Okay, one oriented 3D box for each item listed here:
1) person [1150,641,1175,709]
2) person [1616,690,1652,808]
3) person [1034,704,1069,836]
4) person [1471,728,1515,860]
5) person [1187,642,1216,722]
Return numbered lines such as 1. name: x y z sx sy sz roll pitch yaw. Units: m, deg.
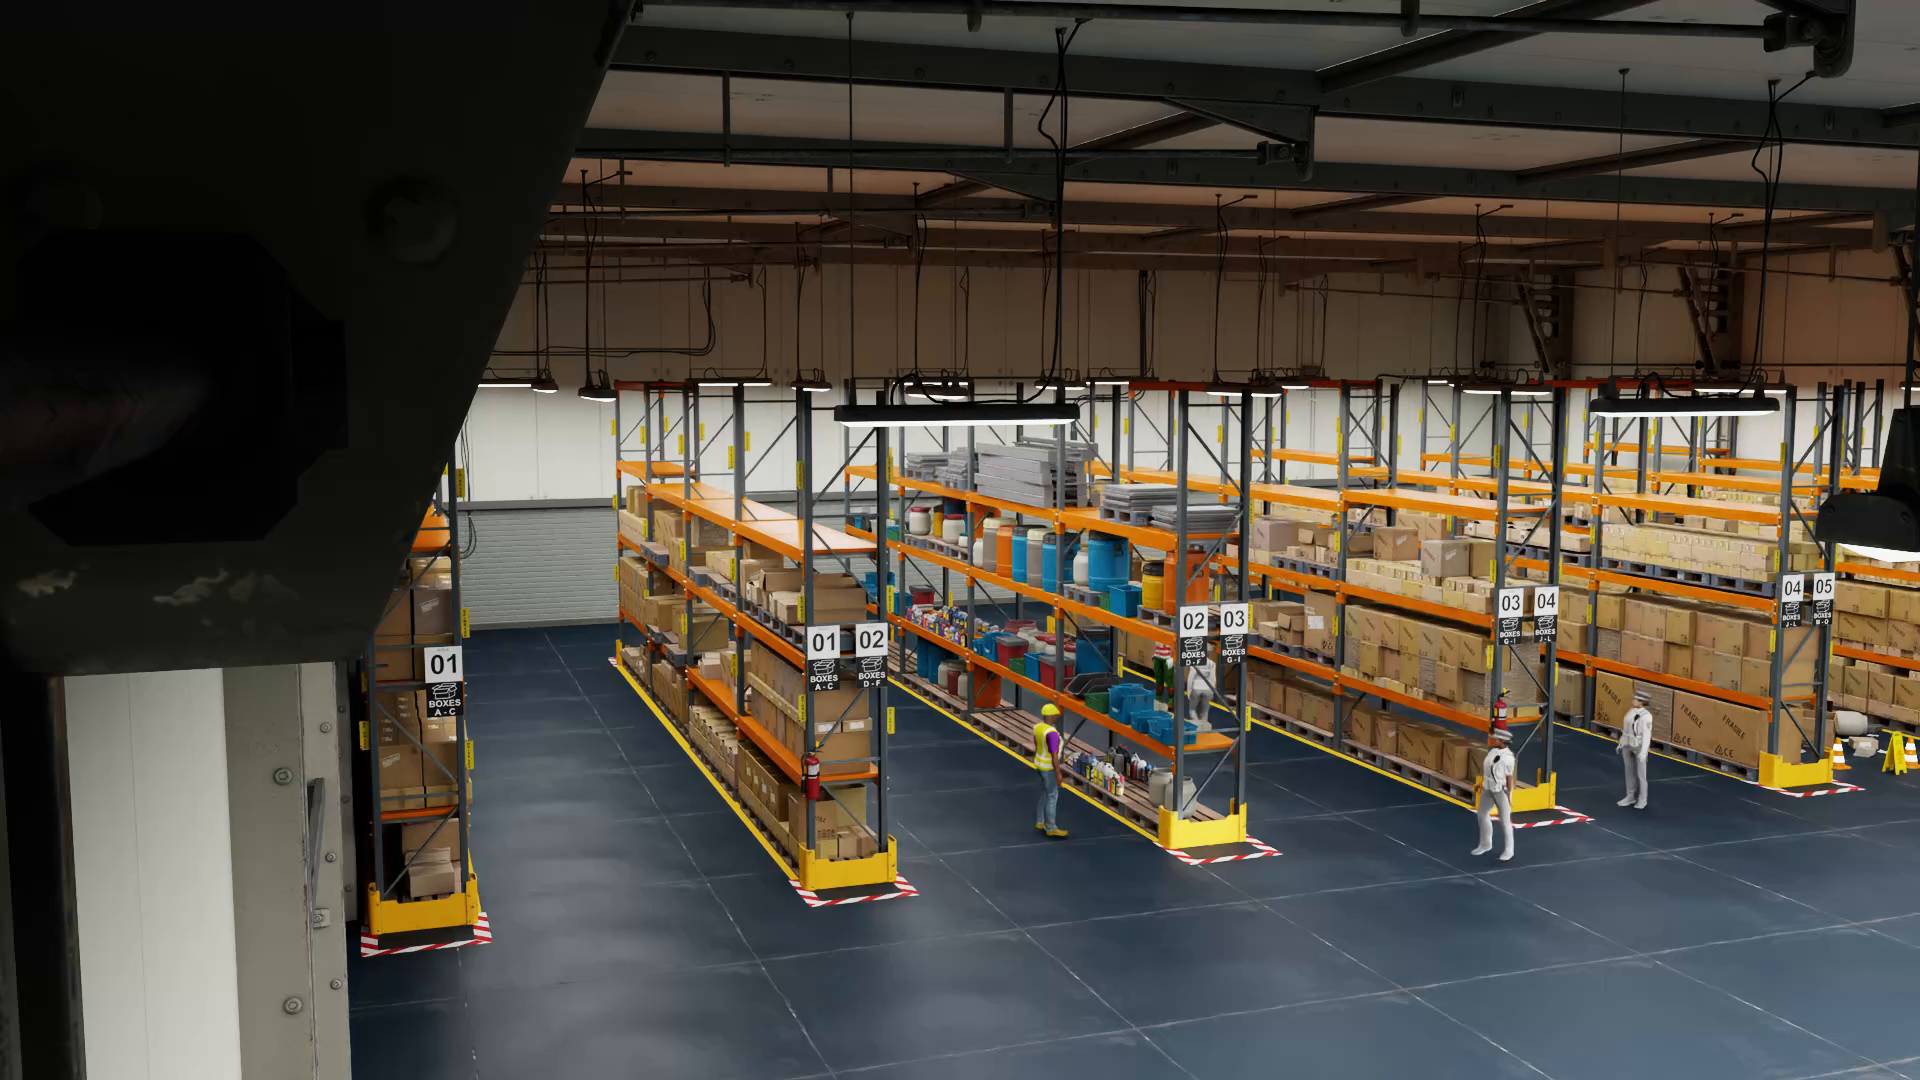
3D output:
1. person: 3.762 2.179 30.653 0.400 1.792 0.597 -5 8 -37
2. person: 9.650 2.985 23.815 0.387 1.698 0.548 -4 7 -31
3. person: 1.219 3.126 22.427 0.390 1.851 0.650 -2 6 -19
4. person: 6.849 3.244 21.367 0.417 1.714 0.640 -3 7 -27
5. person: 4.042 2.538 27.843 0.482 1.685 0.482 1 6 11
